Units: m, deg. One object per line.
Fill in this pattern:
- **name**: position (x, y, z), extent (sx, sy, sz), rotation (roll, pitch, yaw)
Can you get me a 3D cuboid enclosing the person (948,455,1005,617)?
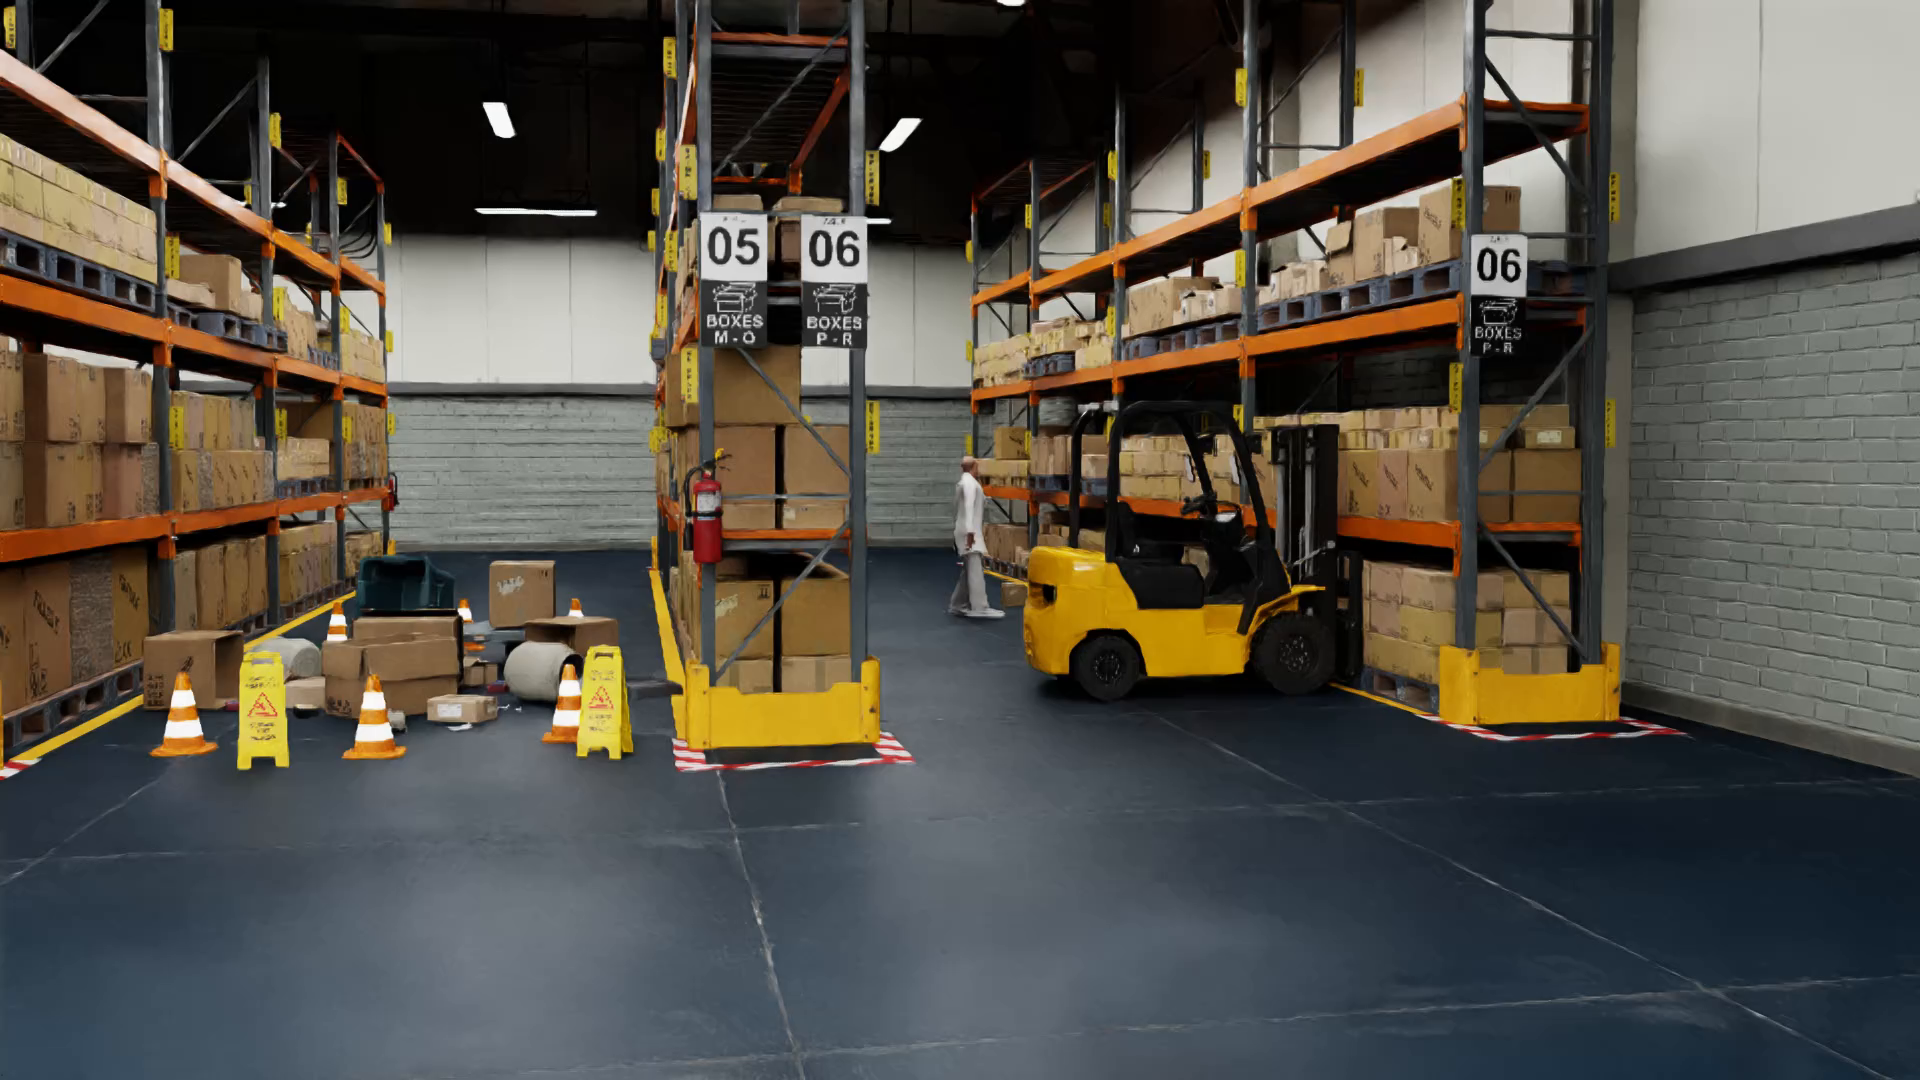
- **person**: position (0.179, -0.035, 18.092), extent (0.609, 1.766, 0.683), rotation (0, 3, 1)
